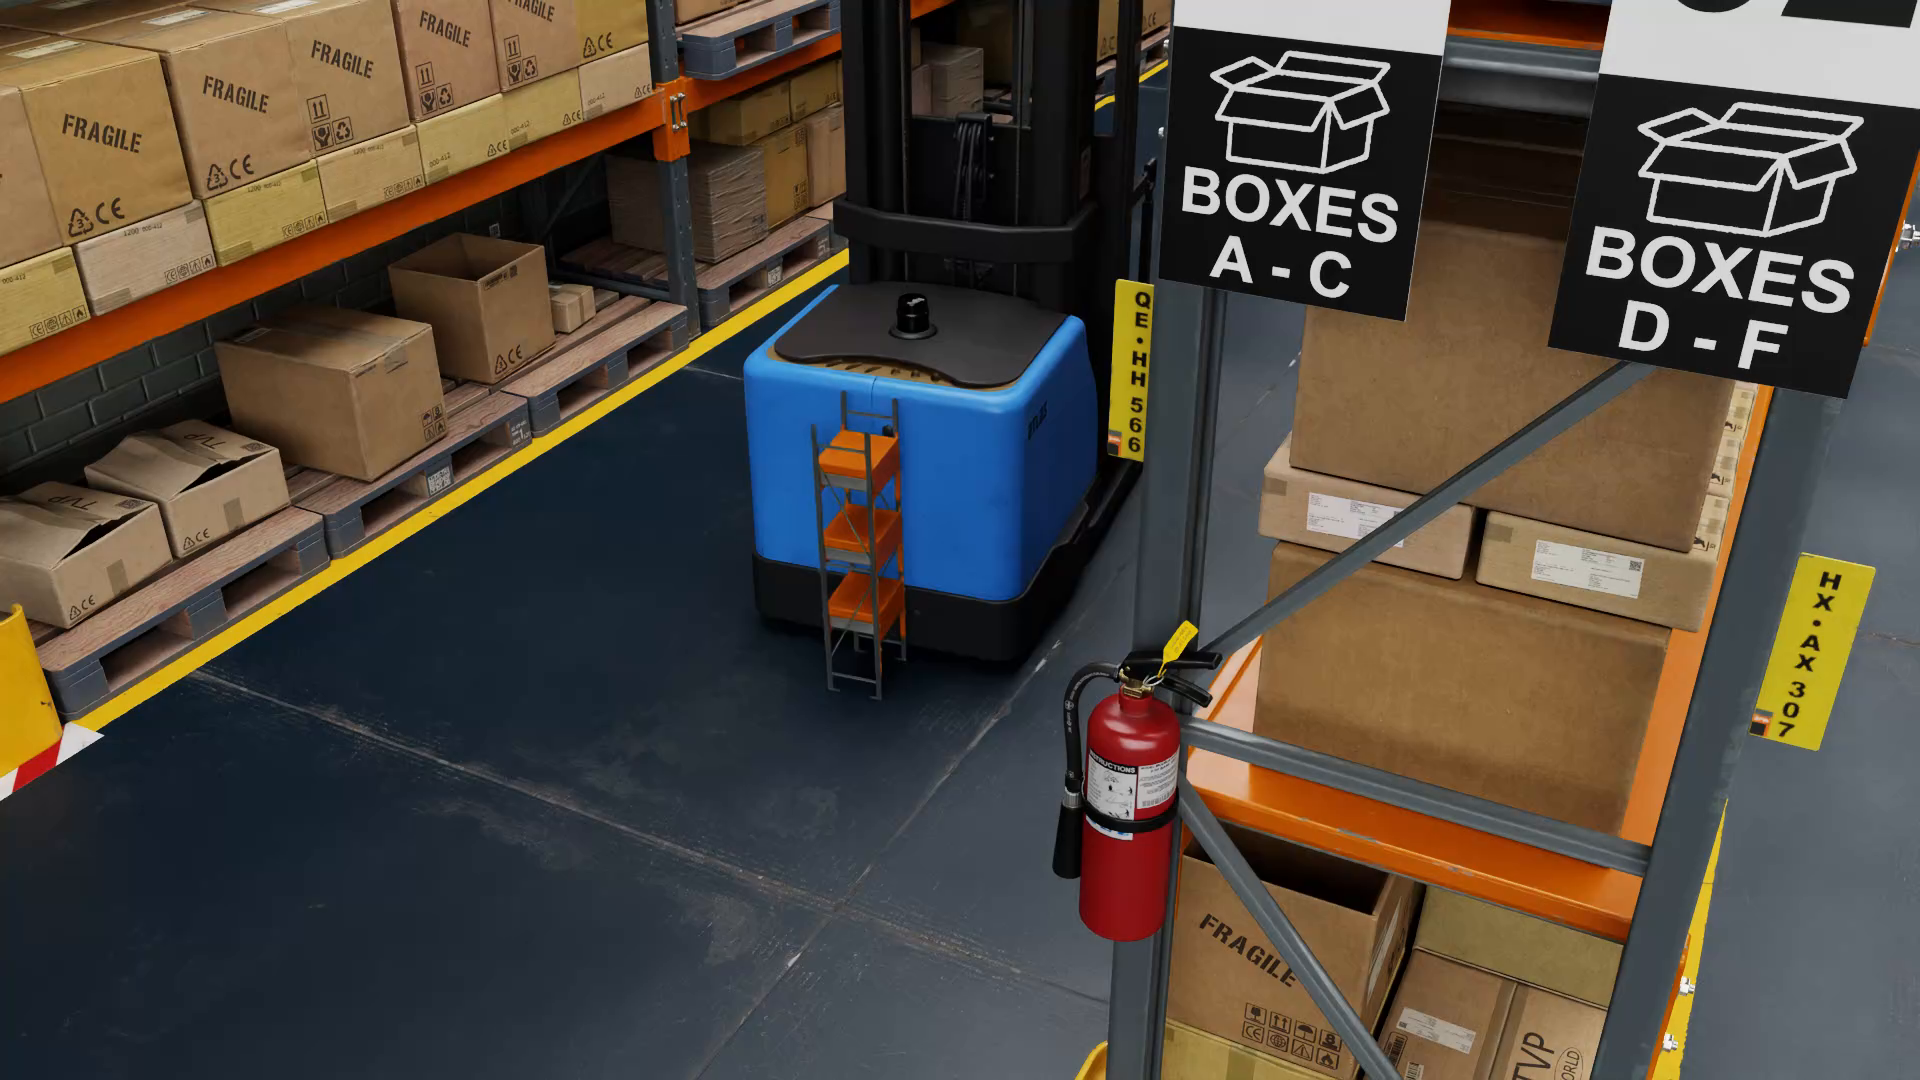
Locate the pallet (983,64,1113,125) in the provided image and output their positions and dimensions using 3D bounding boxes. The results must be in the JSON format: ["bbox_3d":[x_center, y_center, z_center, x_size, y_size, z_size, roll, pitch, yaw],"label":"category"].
[{"bbox_3d":[0.441,-3.340,12.354,1.003,0.211,1.213,14,33,23],"label":"pallet"}]

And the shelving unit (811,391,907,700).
[{"bbox_3d":[-0.333,0.032,5.631,0.215,1.050,0.252,10,33,16],"label":"shelving unit"}]

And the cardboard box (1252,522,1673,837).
[{"bbox_3d":[1.006,0.205,3.281,0.700,0.500,0.500,14,33,23],"label":"cardboard box"}]

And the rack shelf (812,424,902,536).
[{"bbox_3d":[-0.336,-0.200,5.487,0.215,0.259,0.240,10,33,16],"label":"rack shelf"}]

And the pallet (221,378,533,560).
[{"bbox_3d":[-2.637,-0.385,7.209,1.003,0.211,1.213,14,33,23],"label":"pallet"}]

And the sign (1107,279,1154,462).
[{"bbox_3d":[0.305,-0.282,2.828,0.100,0.325,0.005,14,33,23],"label":"sign"}]

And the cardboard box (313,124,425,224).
[{"bbox_3d":[-2.431,-1.439,6.375,0.500,0.250,0.500,15,33,24],"label":"cardboard box"}]

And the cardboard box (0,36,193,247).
[{"bbox_3d":[-2.911,-1.299,5.378,0.500,0.500,0.500,14,33,23],"label":"cardboard box"}]

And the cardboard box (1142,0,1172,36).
[{"bbox_3d":[1.254,-4.527,13.359,0.750,0.750,0.750,15,33,25],"label":"cardboard box"}]

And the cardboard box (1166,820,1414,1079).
[{"bbox_3d":[0.761,0.832,3.876,0.500,0.500,0.500,14,33,23],"label":"cardboard box"}]

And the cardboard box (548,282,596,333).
[{"bbox_3d":[-2.025,-1.161,8.164,0.380,0.166,0.250,10,31,17],"label":"cardboard box"}]

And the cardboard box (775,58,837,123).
[{"bbox_3d":[-1.056,-2.633,9.638,0.500,0.250,0.500,13,32,22],"label":"cardboard box"}]

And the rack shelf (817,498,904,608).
[{"bbox_3d":[-0.333,0.041,5.636,0.215,0.259,0.240,10,33,16],"label":"rack shelf"}]

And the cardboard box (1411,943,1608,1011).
[{"bbox_3d":[1.448,1.053,4.244,0.500,0.250,0.500,14,33,23],"label":"cardboard box"}]

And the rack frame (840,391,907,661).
[{"bbox_3d":[-0.293,-0.029,5.728,0.200,1.050,0.008,10,33,16],"label":"rack frame"}]

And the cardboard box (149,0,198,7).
[{"bbox_3d":[-2.905,-1.870,6.372,0.500,0.500,0.500,15,33,24],"label":"cardboard box"}]

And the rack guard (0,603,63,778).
[{"bbox_3d":[-3.595,0.380,5.586,1.175,0.500,0.348,14,33,23],"label":"rack guard"}]

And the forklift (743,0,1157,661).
[{"bbox_3d":[0.210,-1.565,6.533,1.130,2.935,3.031,10,31,17],"label":"forklift"}]

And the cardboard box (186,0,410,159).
[{"bbox_3d":[-2.445,-1.758,6.177,0.500,0.500,0.500,15,33,25],"label":"cardboard box"}]

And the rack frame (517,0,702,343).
[{"bbox_3d":[-1.808,-2.443,7.993,1.000,3.000,0.127,14,33,23],"label":"rack frame"}]

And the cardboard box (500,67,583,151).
[{"bbox_3d":[-1.988,-1.889,7.158,0.500,0.250,0.500,14,33,23],"label":"cardboard box"}]

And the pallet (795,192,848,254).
[{"bbox_3d":[-0.900,-2.122,10.234,1.003,0.211,1.213,14,33,23],"label":"pallet"}]

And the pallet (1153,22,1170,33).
[{"bbox_3d":[1.552,-4.421,14.237,1.003,0.211,1.213,14,33,23],"label":"pallet"}]

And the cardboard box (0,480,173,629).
[{"bbox_3d":[-3.235,0.019,5.963,0.500,0.311,0.500,11,32,18],"label":"cardboard box"}]

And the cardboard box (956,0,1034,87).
[{"bbox_3d":[0.466,-3.763,12.027,0.750,0.750,0.750,14,33,23],"label":"cardboard box"}]

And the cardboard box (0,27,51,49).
[{"bbox_3d":[-3.366,-1.417,5.583,0.500,0.500,0.500,15,33,24],"label":"cardboard box"}]

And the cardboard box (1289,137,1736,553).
[{"bbox_3d":[1.030,-0.381,2.999,0.700,0.500,0.500,14,33,23],"label":"cardboard box"}]

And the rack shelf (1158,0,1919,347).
[{"bbox_3d":[1.693,-1.423,3.927,1.077,0.370,4.000,14,33,23],"label":"rack shelf"}]

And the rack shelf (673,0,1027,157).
[{"bbox_3d":[-0.897,-3.018,9.716,1.077,0.370,4.000,14,33,23],"label":"rack shelf"}]

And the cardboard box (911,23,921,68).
[{"bbox_3d":[-0.583,-3.079,10.415,0.500,0.250,0.500,15,33,24],"label":"cardboard box"}]

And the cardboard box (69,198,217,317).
[{"bbox_3d":[-2.901,-0.991,5.595,0.500,0.250,0.500,13,32,22],"label":"cardboard box"}]

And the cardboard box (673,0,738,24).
[{"bbox_3d":[-1.545,-2.895,8.238,0.700,0.500,0.500,14,33,23],"label":"cardboard box"}]

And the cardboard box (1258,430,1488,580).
[{"bbox_3d":[0.786,-0.085,3.134,0.380,0.149,0.250,14,33,22],"label":"cardboard box"}]

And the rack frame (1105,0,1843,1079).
[{"bbox_3d":[0.779,0.451,2.952,0.949,2.616,0.053,14,33,23],"label":"rack frame"}]

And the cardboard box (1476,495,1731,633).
[{"bbox_3d":[1.152,0.002,2.982,0.380,0.149,0.250,14,33,23],"label":"cardboard box"}]

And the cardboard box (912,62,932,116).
[{"bbox_3d":[-0.605,-2.790,10.665,0.700,0.500,0.500,14,33,23],"label":"cardboard box"}]

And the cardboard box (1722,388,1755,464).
[{"bbox_3d":[1.385,-0.226,3.379,0.380,0.149,0.250,14,33,23],"label":"cardboard box"}]

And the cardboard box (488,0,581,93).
[{"bbox_3d":[-1.970,-2.210,6.963,0.500,0.500,0.500,14,33,23],"label":"cardboard box"}]

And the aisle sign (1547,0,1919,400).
[{"bbox_3d":[1.024,-0.577,2.131,0.394,0.787,0.004,14,33,23],"label":"aisle sign"}]

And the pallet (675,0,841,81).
[{"bbox_3d":[-1.330,-2.666,8.573,1.003,0.211,1.213,14,33,23],"label":"pallet"}]

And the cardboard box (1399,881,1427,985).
[{"bbox_3d":[0.980,0.933,4.452,0.500,0.250,0.500,14,33,23],"label":"cardboard box"}]

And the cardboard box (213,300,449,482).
[{"bbox_3d":[-2.596,-0.630,6.903,0.700,0.500,0.500,12,32,20],"label":"cardboard box"}]

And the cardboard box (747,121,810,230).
[{"bbox_3d":[-1.296,-2.121,9.499,0.700,0.500,0.500,14,33,22],"label":"cardboard box"}]
